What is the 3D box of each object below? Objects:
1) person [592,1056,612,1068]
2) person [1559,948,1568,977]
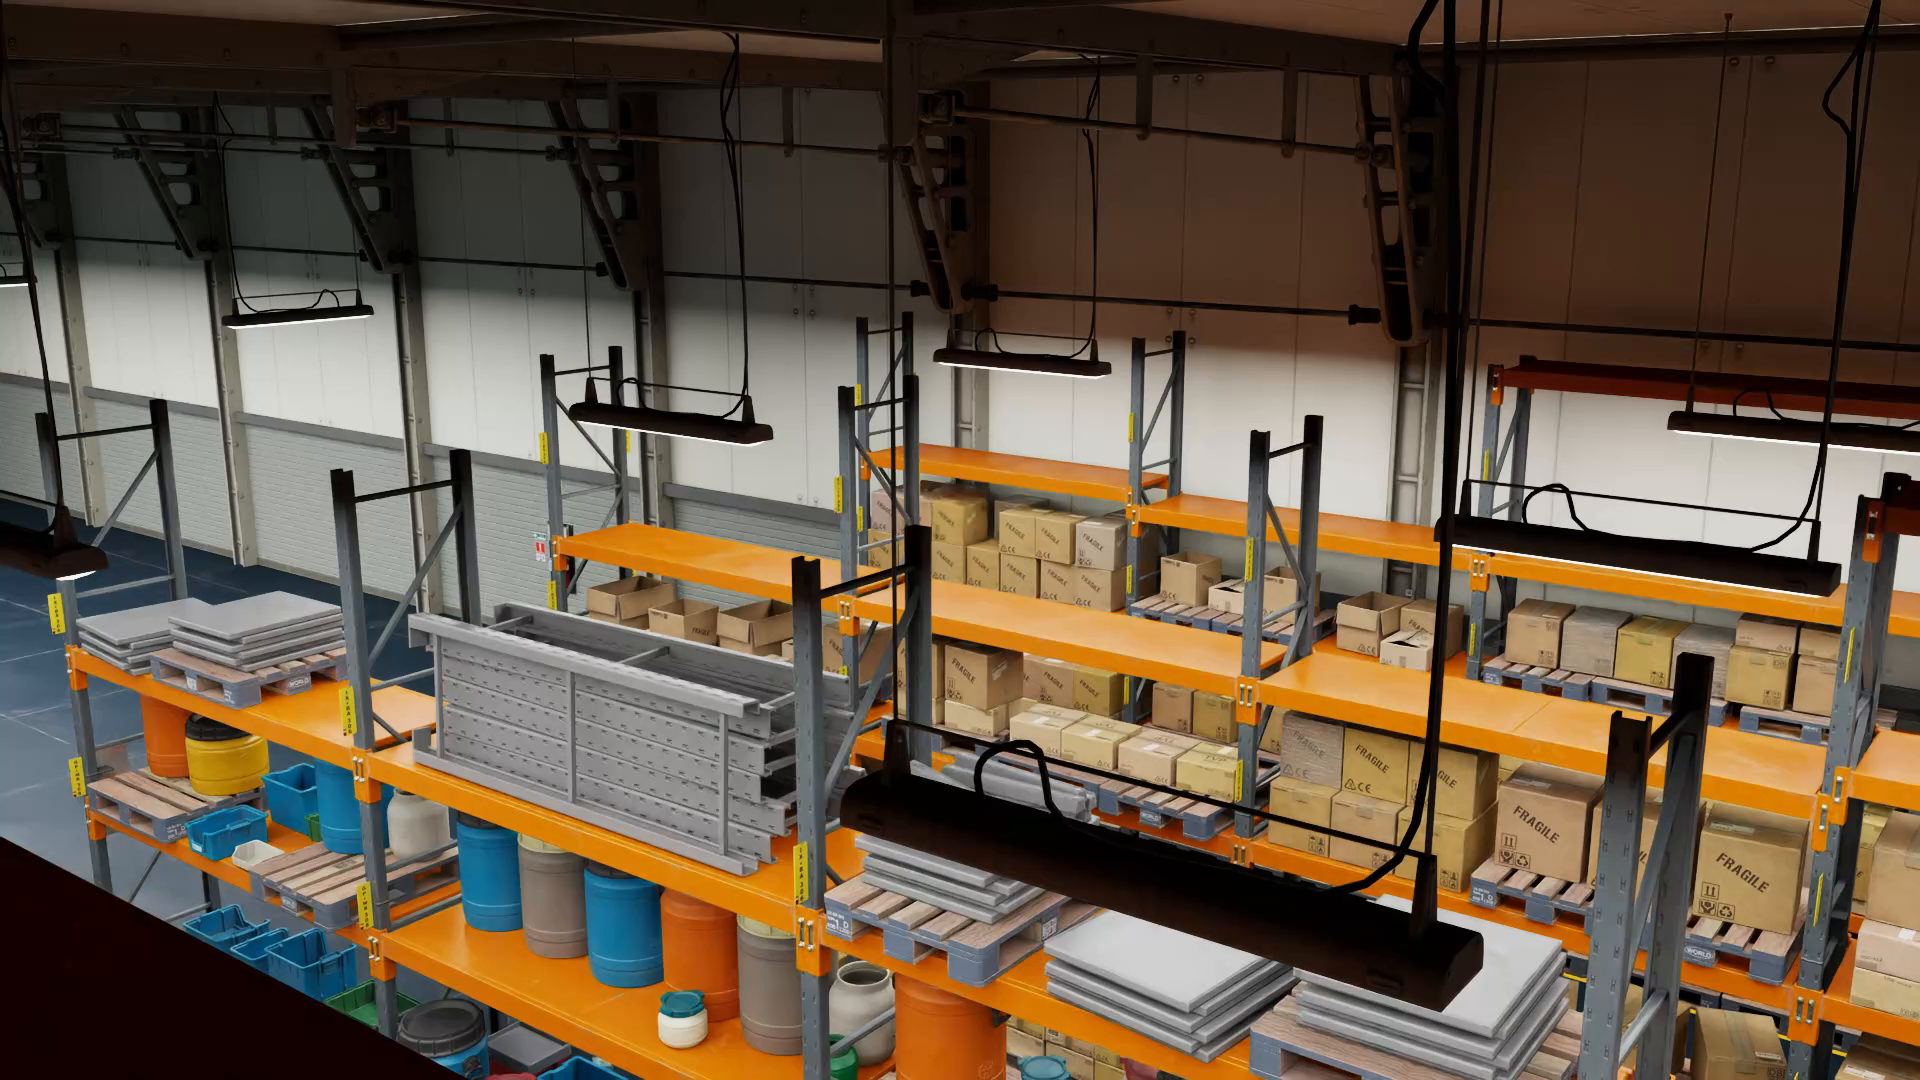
[{"bbox_3d":[-3.404,3.839,14.848,0.652,1.742,1.043,-8,15,-31],"label":"person"},{"bbox_3d":[5.493,3.675,15.587,0.552,1.722,0.459,-3,13,-12],"label":"person"}]
